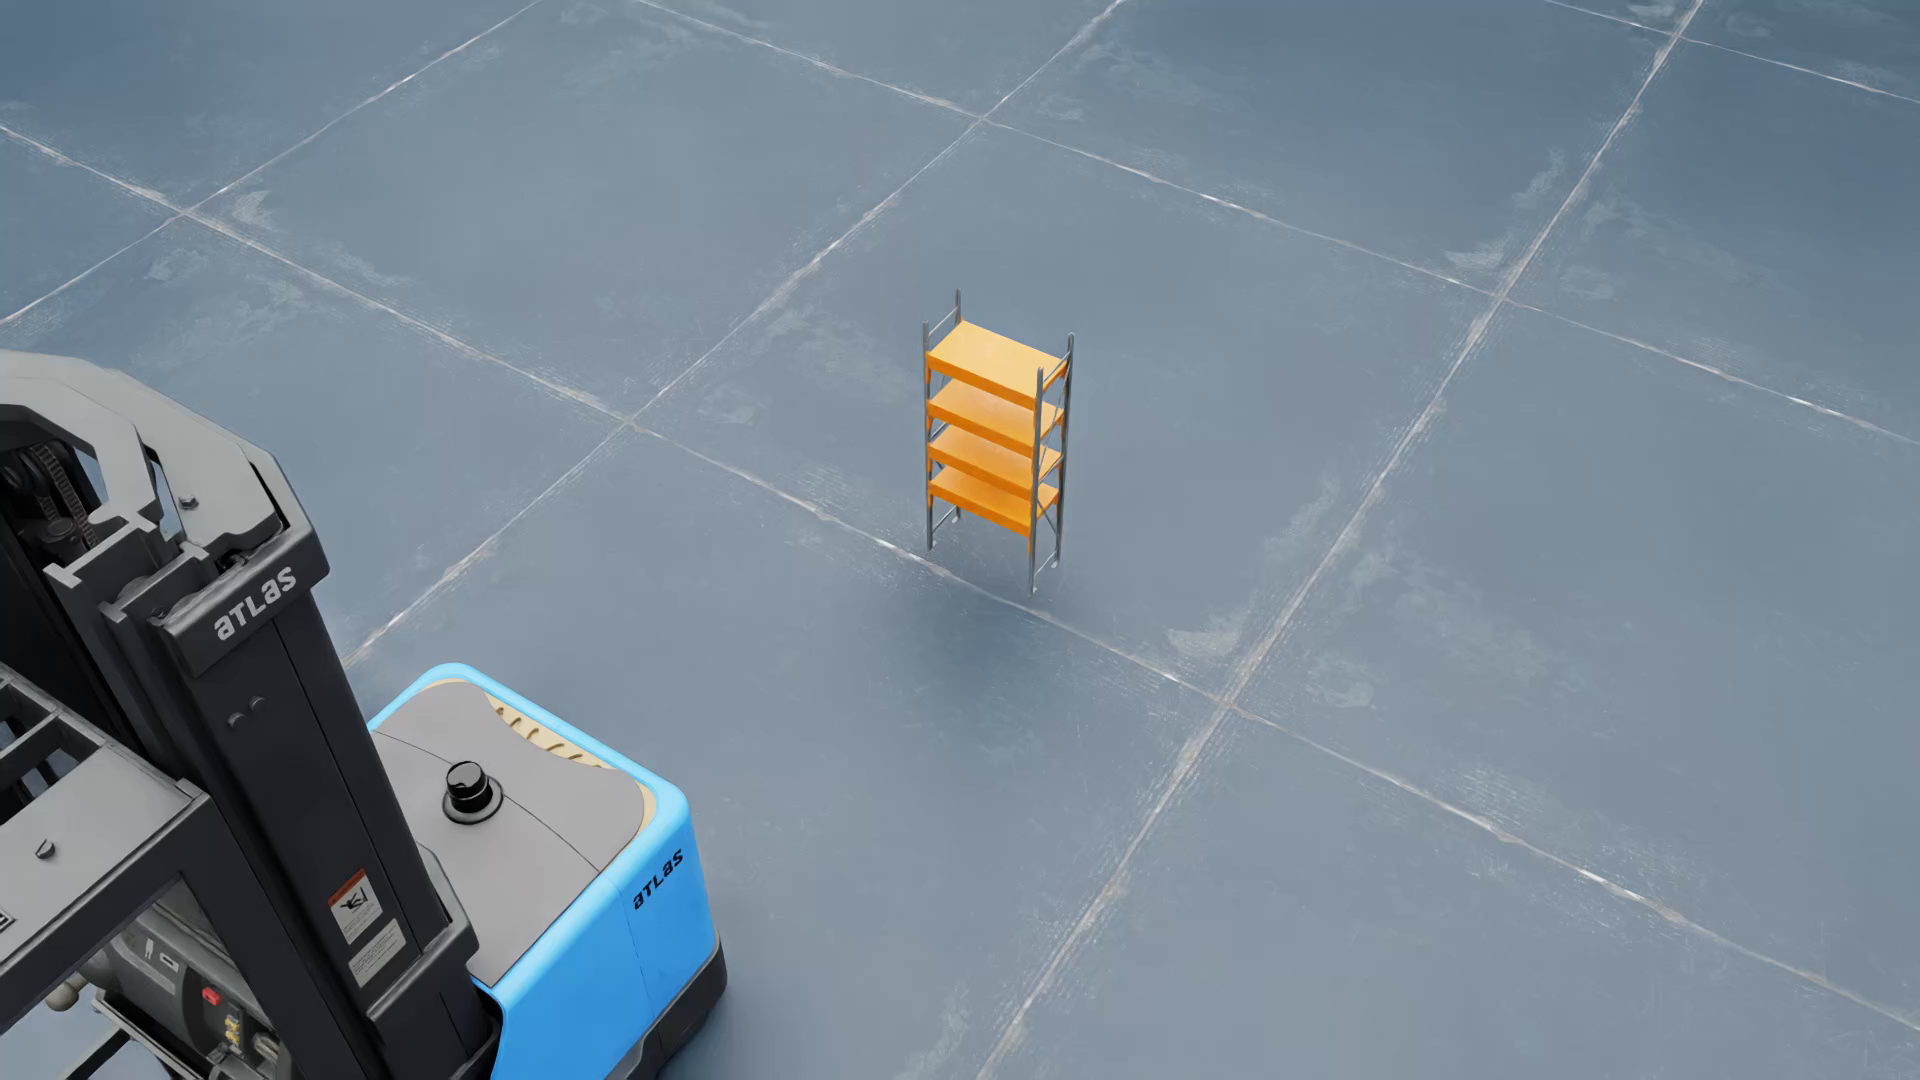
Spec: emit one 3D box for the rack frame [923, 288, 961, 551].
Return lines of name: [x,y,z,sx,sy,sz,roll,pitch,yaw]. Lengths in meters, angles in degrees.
rack frame: [-0.066,-0.449,6.571,0.015,1.200,0.240,25,51,22]

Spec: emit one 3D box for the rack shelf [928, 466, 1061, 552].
rack shelf: [0.139,-0.169,6.670,0.480,0.148,0.258,25,51,22]

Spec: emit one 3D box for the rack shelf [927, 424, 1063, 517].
rack shelf: [0.139,-0.307,6.527,0.480,0.148,0.258,25,51,22]

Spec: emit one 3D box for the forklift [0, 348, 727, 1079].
forklift: [-1.994,1.155,3.806,1.130,2.935,3.031,25,51,22]

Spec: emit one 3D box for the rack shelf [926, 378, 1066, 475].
rack shelf: [0.139,-0.463,6.367,0.480,0.148,0.258,25,51,22]

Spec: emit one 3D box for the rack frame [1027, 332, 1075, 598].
rack frame: [0.345,-0.260,6.387,0.015,1.200,0.240,25,51,22]

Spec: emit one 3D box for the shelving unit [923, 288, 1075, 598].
shelving unit: [0.139,-0.354,6.479,0.503,1.200,0.258,25,51,22]

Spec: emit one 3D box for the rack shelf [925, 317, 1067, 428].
rack shelf: [0.139,-0.628,6.197,0.480,0.148,0.258,25,51,22]
